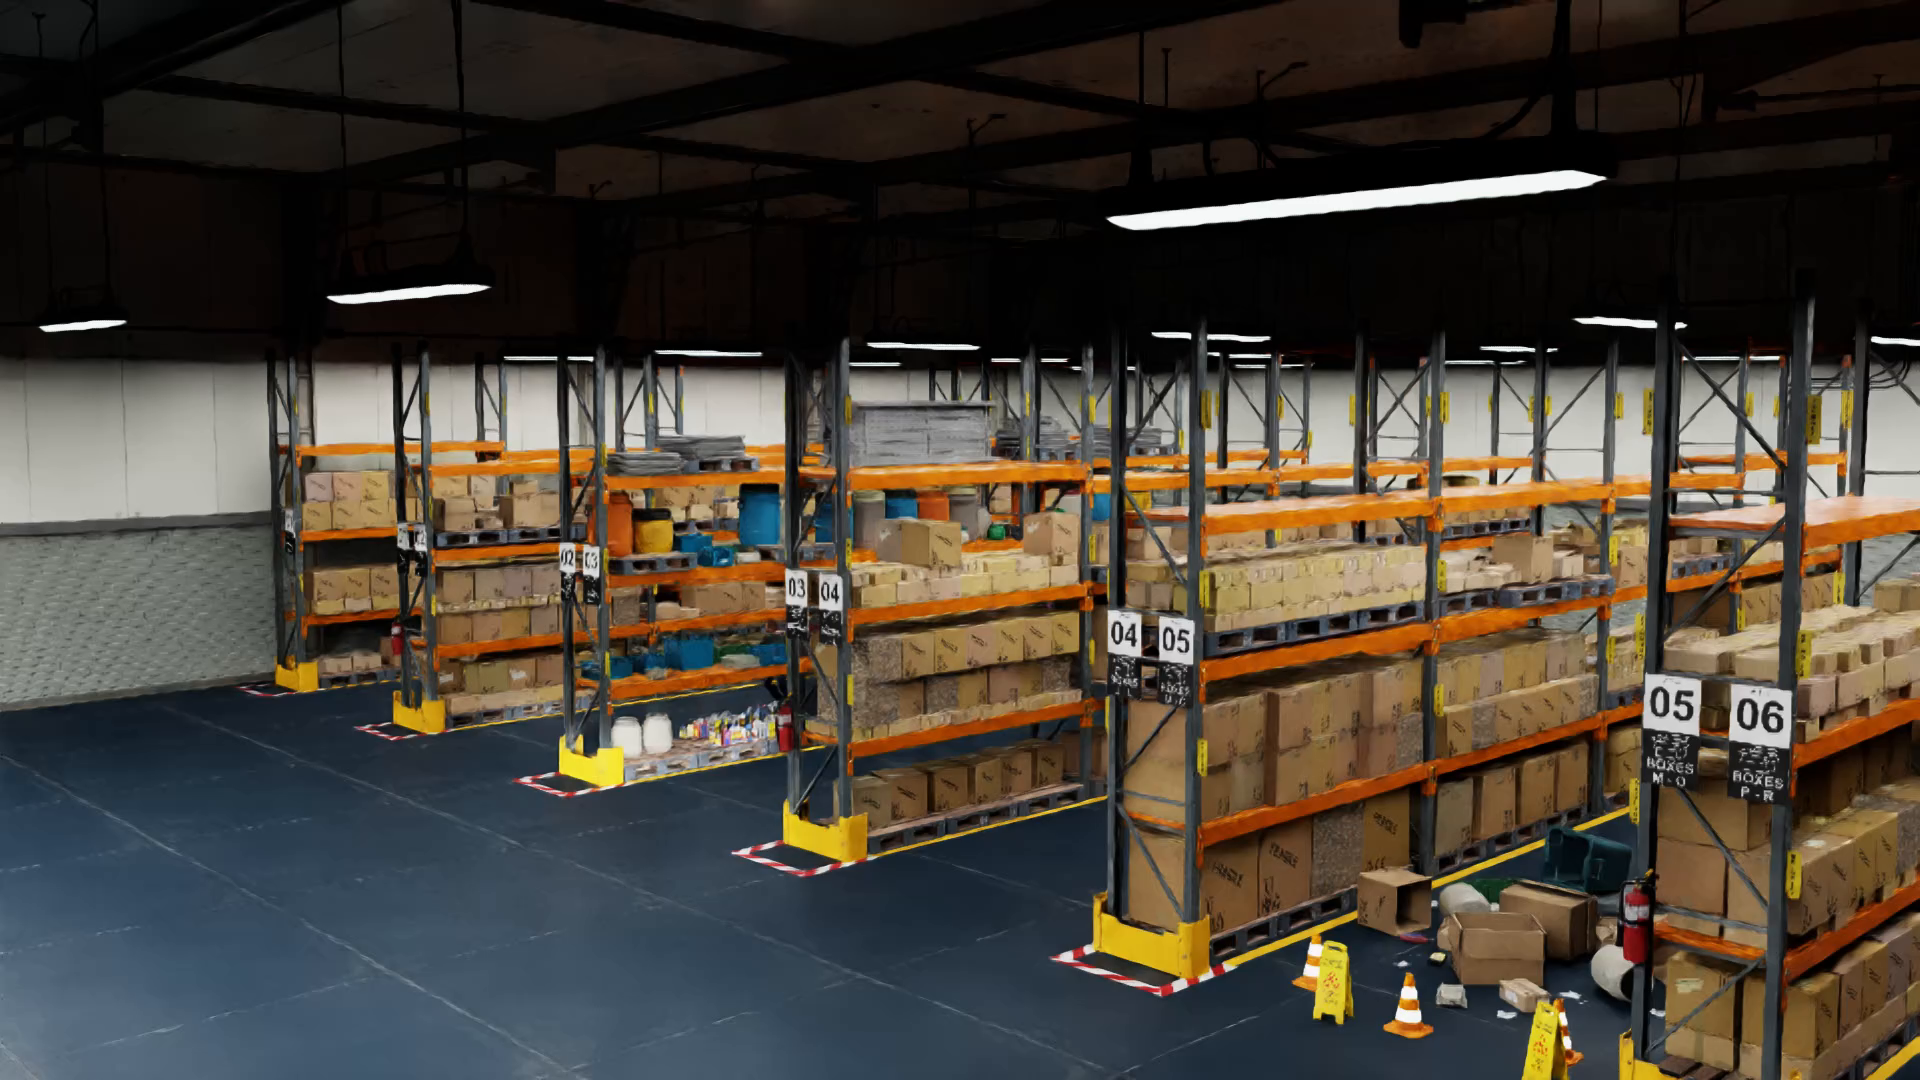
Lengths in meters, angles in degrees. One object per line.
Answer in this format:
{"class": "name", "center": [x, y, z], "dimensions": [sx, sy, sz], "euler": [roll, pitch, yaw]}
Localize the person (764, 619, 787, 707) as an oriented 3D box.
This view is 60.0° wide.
{"class": "person", "center": [-2.991, 2.041, 27.314], "dimensions": [0.566, 1.539, 0.519], "euler": [5, 7, 43]}
